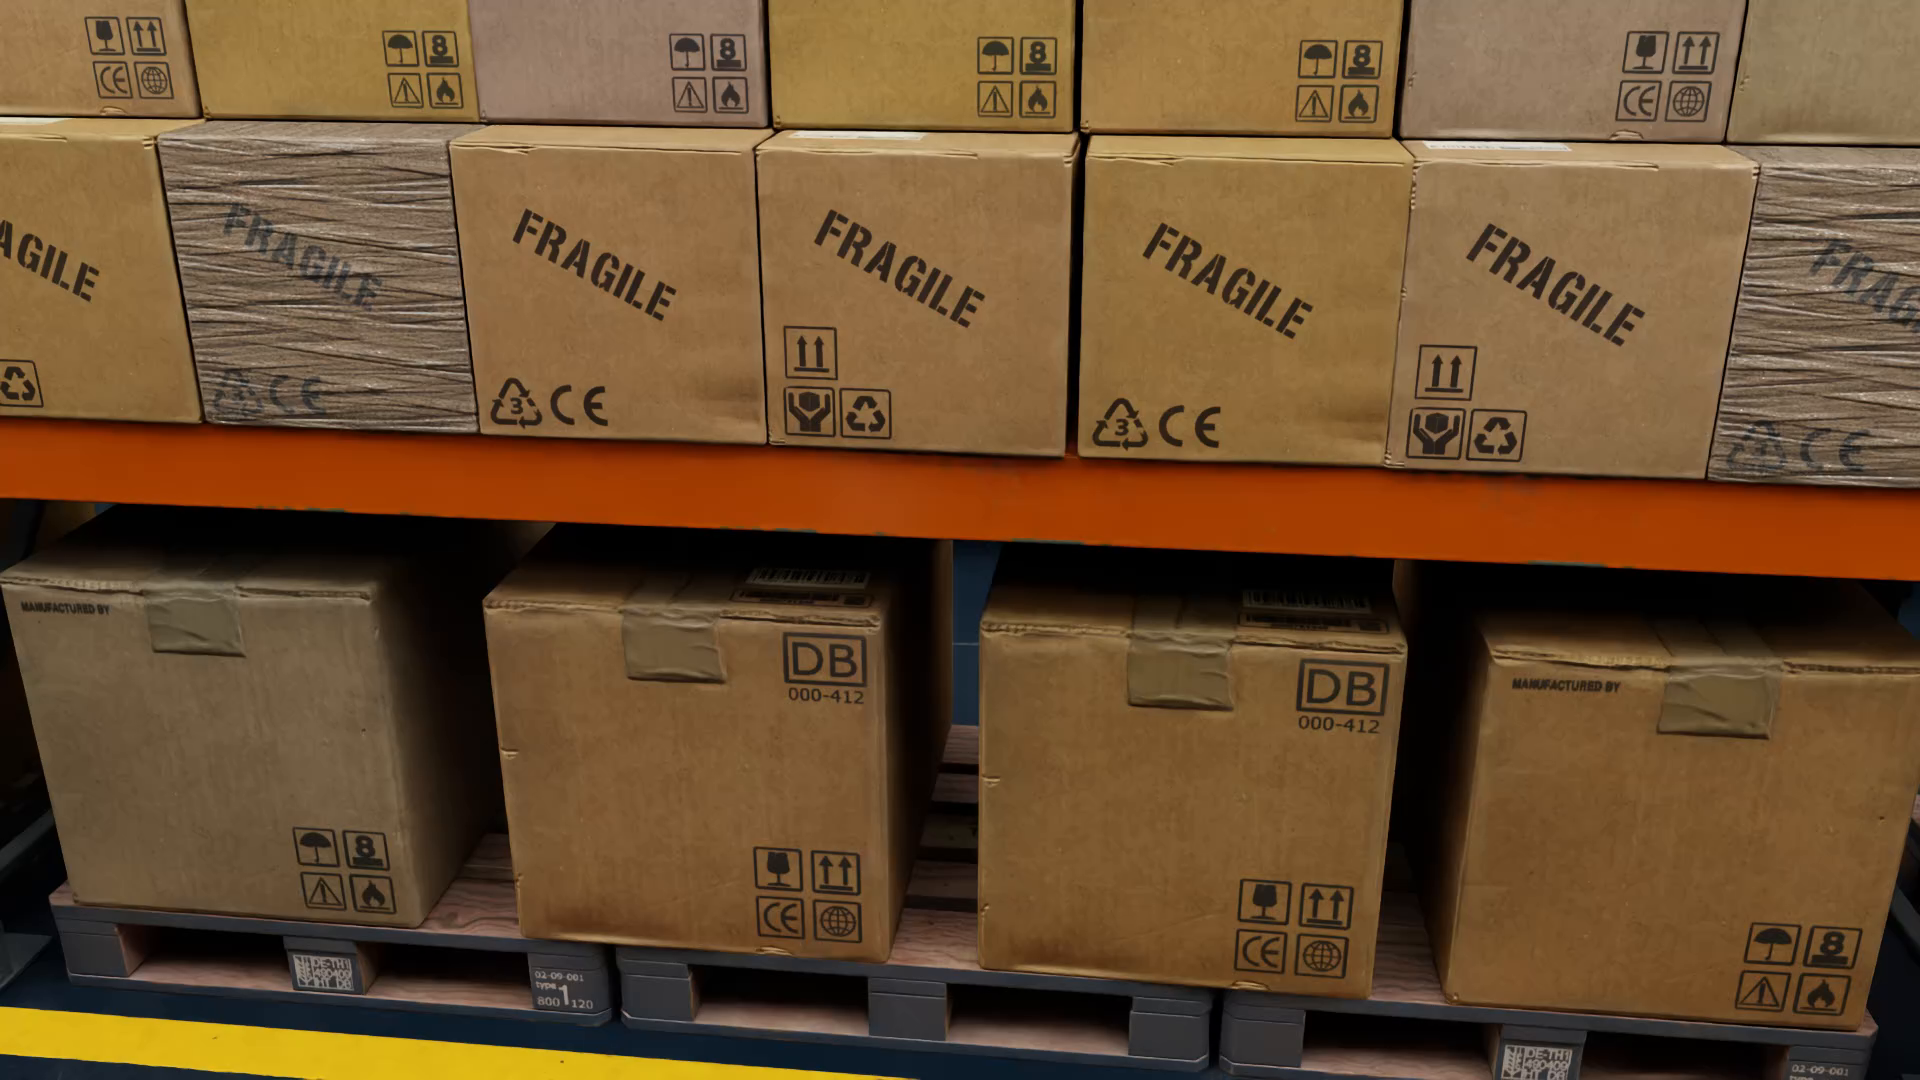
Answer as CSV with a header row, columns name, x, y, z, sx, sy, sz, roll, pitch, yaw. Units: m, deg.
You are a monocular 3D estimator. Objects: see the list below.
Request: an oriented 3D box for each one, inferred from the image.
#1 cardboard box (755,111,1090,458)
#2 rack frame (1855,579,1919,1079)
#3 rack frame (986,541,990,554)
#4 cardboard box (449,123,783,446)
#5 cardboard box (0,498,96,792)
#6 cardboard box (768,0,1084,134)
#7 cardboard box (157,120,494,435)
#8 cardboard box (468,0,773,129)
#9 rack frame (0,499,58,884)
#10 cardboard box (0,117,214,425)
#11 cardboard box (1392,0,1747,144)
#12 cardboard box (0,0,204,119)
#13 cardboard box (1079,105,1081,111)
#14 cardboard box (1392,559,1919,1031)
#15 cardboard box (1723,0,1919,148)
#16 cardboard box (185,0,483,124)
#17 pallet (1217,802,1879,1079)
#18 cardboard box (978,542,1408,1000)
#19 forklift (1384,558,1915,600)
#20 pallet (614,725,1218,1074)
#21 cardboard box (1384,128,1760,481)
name,x,y,z,sx,sy,sz,roll,pitch,yaw
cardboard box,-0.043,-0.467,2.906,0.500,0.500,0.500,3,22,7
rack frame,1.937,-0.435,2.961,0.127,3.000,1.000,2,22,6
rack frame,0.109,-0.414,5.762,0.006,0.900,0.240,2,22,6
cardboard box,-0.547,-0.489,2.962,0.500,0.500,0.500,2,22,6
cardboard box,-2.651,0.132,3.845,0.875,0.875,0.875,3,22,7
cardboard box,-0.027,-1.034,2.981,0.500,0.500,0.700,2,22,6
cardboard box,-1.043,-0.512,3.019,0.500,0.500,0.500,3,22,7
cardboard box,-0.528,-1.057,3.037,0.500,0.500,0.700,3,22,7
rack frame,-2.035,-0.609,3.401,0.053,2.616,0.949,2,22,6
cardboard box,-1.544,-0.534,3.074,0.500,0.500,0.500,3,22,7
cardboard box,0.990,-0.991,2.871,0.500,0.500,0.700,2,22,6
cardboard box,-1.541,-1.100,3.147,0.500,0.500,0.700,2,22,5
cardboard box,0.023,-0.665,3.406,0.500,0.500,0.500,2,22,6
cardboard box,-0.886,-0.771,5.633,5.693,1.239,5.455,2,22,6
cardboard box,1.493,-0.970,2.817,0.500,0.500,0.700,2,22,6
cardboard box,-1.030,-1.079,3.093,0.500,0.500,0.700,2,22,5
pallet,1.163,0.800,3.629,1.213,0.211,1.003,2,22,6
cardboard box,0.475,0.320,3.539,0.750,0.750,1.050,3,22,7
forklift,2.846,-2.621,8.583,3.158,2.935,8.076,0,22,1
pallet,-0.045,0.746,3.765,1.213,0.211,1.003,2,22,6
cardboard box,0.963,-0.425,2.799,0.500,0.500,0.500,2,22,6
